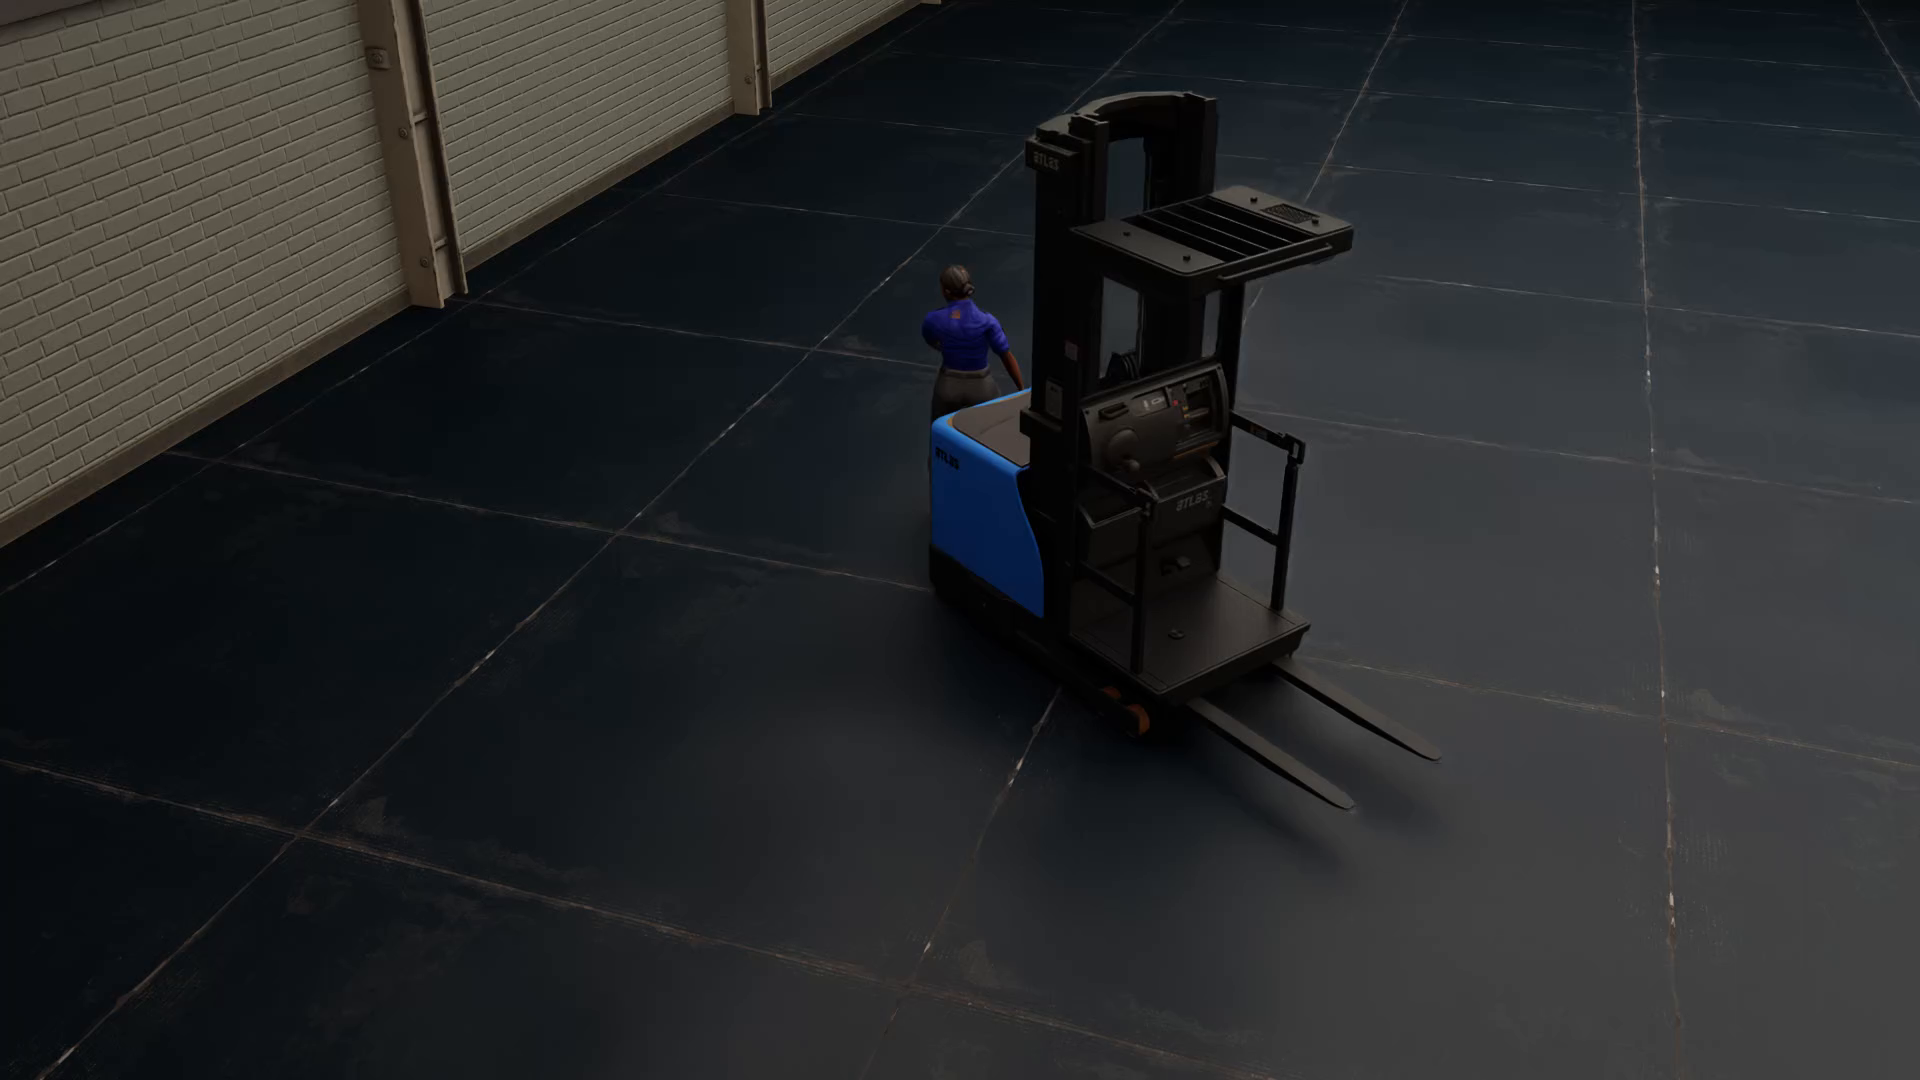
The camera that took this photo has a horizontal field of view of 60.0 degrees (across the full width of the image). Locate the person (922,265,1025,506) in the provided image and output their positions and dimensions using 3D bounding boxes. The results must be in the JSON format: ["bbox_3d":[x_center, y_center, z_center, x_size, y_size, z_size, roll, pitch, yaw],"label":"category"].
[{"bbox_3d":[0.102,-0.949,10.190,0.663,1.589,0.769,3,30,5],"label":"person"}]

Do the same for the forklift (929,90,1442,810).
[{"bbox_3d":[1.108,-0.561,8.121,1.130,2.935,3.031,-20,35,-31],"label":"forklift"}]
